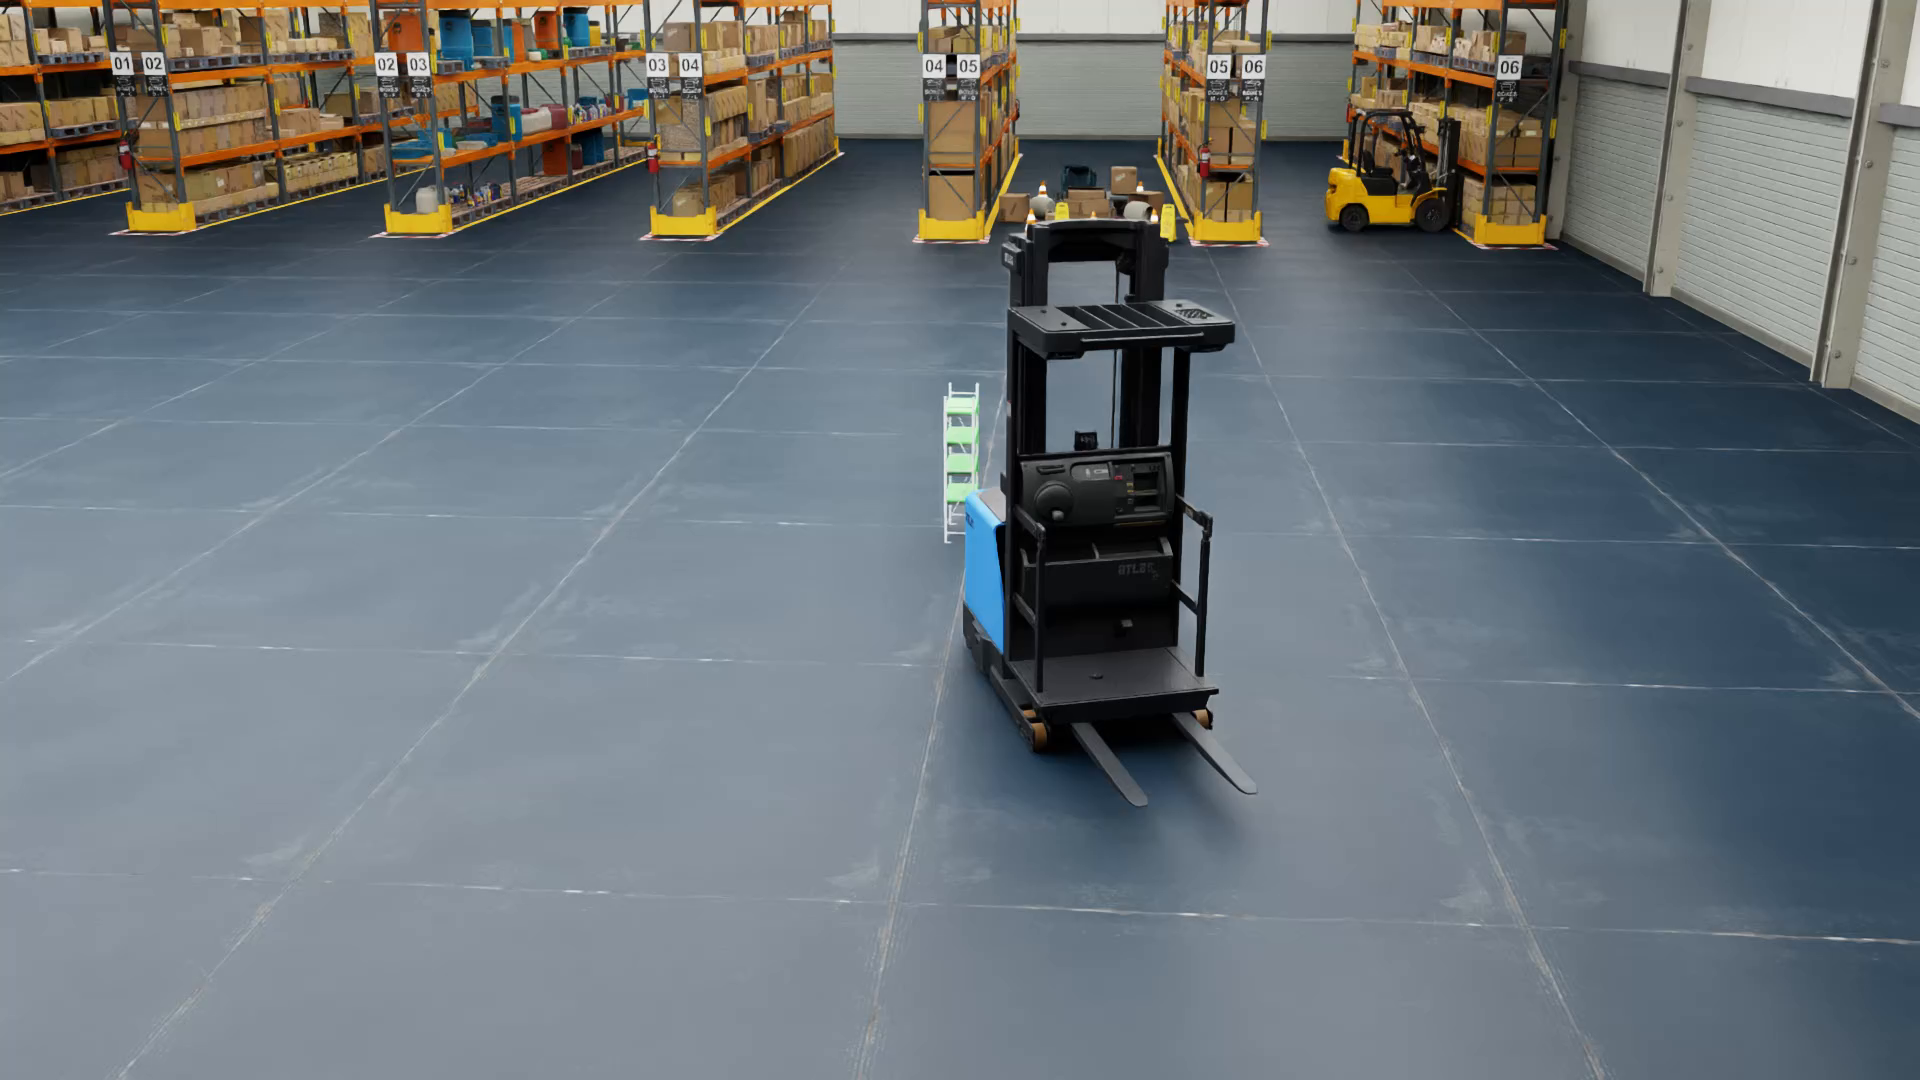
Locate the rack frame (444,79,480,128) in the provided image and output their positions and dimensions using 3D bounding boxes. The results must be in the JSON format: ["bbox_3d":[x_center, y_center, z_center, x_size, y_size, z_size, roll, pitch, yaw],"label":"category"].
[{"bbox_3d":[-13.819,-12.239,45.957,1.000,3.000,0.127,1,18,4],"label":"rack frame"}]

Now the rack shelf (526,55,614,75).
[{"bbox_3d":[-9.309,-11.347,39.574,1.077,0.370,4.000,1,18,4],"label":"rack shelf"}]

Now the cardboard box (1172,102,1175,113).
[{"bbox_3d":[5.240,-10.113,38.907,0.500,0.250,0.500,1,18,2],"label":"cardboard box"}]

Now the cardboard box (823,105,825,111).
[{"bbox_3d":[-3.745,-11.304,43.509,0.380,0.149,0.250,2,18,5],"label":"cardboard box"}]

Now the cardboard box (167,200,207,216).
[{"bbox_3d":[-14.706,-6.324,31.647,0.500,0.250,0.500,1,18,4],"label":"cardboard box"}]

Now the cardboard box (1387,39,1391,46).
[{"bbox_3d":[10.094,-11.517,38.504,0.380,0.149,0.250,2,18,5],"label":"cardboard box"}]

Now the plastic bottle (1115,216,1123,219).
[{"bbox_3d":[3.123,-6.313,32.591,0.133,0.061,0.283,4,19,13],"label":"plastic bottle"}]

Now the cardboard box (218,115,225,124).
[{"bbox_3d":[-14.612,-8.220,32.489,0.380,0.149,0.250,1,18,4],"label":"cardboard box"}]

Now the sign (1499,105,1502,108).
[{"bbox_3d":[10.591,-8.396,32.711,0.100,0.325,0.005,1,18,4],"label":"sign"}]

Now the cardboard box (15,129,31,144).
[{"bbox_3d":[-19.396,-8.251,33.995,0.500,0.250,0.500,1,18,4],"label":"cardboard box"}]

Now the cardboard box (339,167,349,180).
[{"bbox_3d":[-14.220,-8.318,37.733,0.500,0.250,0.500,1,18,3],"label":"cardboard box"}]

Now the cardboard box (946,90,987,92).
[{"bbox_3d":[0.081,-8.618,32.932,0.875,0.550,0.550,1,18,4],"label":"cardboard box"}]

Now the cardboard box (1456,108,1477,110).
[{"bbox_3d":[9.807,-8.280,32.194,0.380,0.149,0.250,2,18,5],"label":"cardboard box"}]

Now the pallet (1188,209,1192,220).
[{"bbox_3d":[5.073,-6.534,33.024,1.003,0.211,1.213,1,18,4],"label":"pallet"}]

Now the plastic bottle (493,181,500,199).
[{"bbox_3d":[-9.497,-7.144,33.956,0.144,0.351,0.185,1,18,2],"label":"plastic bottle"}]

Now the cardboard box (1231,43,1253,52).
[{"bbox_3d":[5.124,-8.927,30.155,0.380,0.149,0.250,1,18,4],"label":"cardboard box"}]

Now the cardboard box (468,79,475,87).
[{"bbox_3d":[-13.577,-12.617,45.345,0.500,0.500,0.500,1,18,3],"label":"cardboard box"}]

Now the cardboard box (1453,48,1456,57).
[{"bbox_3d":[9.702,-9.379,31.981,0.380,0.149,0.250,2,18,5],"label":"cardboard box"}]

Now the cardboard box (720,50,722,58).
[{"bbox_3d":[-4.730,-9.235,31.572,0.380,0.149,0.250,1,18,2],"label":"cardboard box"}]

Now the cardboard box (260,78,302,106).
[{"bbox_3d":[-18.787,-12.332,45.760,0.980,0.700,0.700,2,18,6],"label":"cardboard box"}]

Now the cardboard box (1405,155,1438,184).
[{"bbox_3d":[10.265,-8.079,36.400,0.875,0.625,0.625,2,18,6],"label":"cardboard box"}]

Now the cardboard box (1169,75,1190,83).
[{"bbox_3d":[5.418,-11.228,41.107,0.500,0.500,0.500,1,18,3],"label":"cardboard box"}]

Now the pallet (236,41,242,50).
[{"bbox_3d":[-18.978,-12.743,42.821,1.003,0.211,1.213,1,18,4],"label":"pallet"}]

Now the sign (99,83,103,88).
[{"bbox_3d":[-19.887,-10.425,38.562,0.100,0.325,0.005,1,18,4],"label":"sign"}]

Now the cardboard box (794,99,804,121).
[{"bbox_3d":[-4.059,-10.354,40.045,0.500,0.500,0.500,1,18,3],"label":"cardboard box"}]

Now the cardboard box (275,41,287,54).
[{"bbox_3d":[-14.589,-10.427,35.178,0.500,0.250,0.500,0,18,-1],"label":"cardboard box"}]

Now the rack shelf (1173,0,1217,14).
[{"bbox_3d":[5.516,-12.251,38.156,1.077,0.370,4.000,1,18,4],"label":"rack shelf"}]

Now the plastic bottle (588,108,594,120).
[{"bbox_3d":[-8.960,-10.312,40.276,0.152,0.276,0.135,1,18,4],"label":"plastic bottle"}]

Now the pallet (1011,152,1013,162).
[{"bbox_3d":[0.903,-10.274,44.439,1.003,0.211,1.213,1,18,4],"label":"pallet"}]

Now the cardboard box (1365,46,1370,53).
[{"bbox_3d":[10.423,-12.346,41.871,0.380,0.149,0.250,2,18,5],"label":"cardboard box"}]

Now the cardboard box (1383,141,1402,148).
[{"bbox_3d":[10.370,-9.490,39.866,0.380,0.149,0.250,0,18,1],"label":"cardboard box"}]

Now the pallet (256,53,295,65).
[{"bbox_3d":[-14.629,-10.121,34.982,0.805,0.209,1.217,1,18,2],"label":"pallet"}]

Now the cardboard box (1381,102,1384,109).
[{"bbox_3d":[10.128,-10.156,39.142,0.396,0.266,0.258,2,18,7],"label":"cardboard box"}]

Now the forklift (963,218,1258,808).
[{"bbox_3d":[0.869,-0.295,9.617,1.130,2.935,3.031,-4,19,-13],"label":"forklift"}]

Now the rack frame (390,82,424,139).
[{"bbox_3d":[-14.106,-10.996,42.165,1.000,3.000,0.127,1,18,4],"label":"rack frame"}]

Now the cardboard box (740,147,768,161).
[{"bbox_3d":[-4.558,-8.536,36.759,0.500,0.250,0.500,3,18,10],"label":"cardboard box"}]

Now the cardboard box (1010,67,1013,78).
[{"bbox_3d":[1.079,-11.748,42.215,0.500,0.500,0.500,2,18,5],"label":"cardboard box"}]

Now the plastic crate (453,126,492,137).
[{"bbox_3d":[-9.903,-8.211,33.764,0.767,0.338,0.504,1,18,4],"label":"plastic crate"}]

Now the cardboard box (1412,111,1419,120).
[{"bbox_3d":[10.011,-9.079,35.753,0.500,0.250,0.500,2,18,6],"label":"cardboard box"}]

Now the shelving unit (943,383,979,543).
[{"bbox_3d":[0.012,-0.622,13.393,0.258,1.200,0.503,1,18,4],"label":"shelving unit"}]

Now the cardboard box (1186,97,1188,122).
[{"bbox_3d":[4.967,-8.920,34.514,0.500,0.500,0.500,2,18,6],"label":"cardboard box"}]

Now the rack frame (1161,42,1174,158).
[{"bbox_3d":[5.946,-11.795,44.603,1.000,3.000,0.127,1,18,4],"label":"rack frame"}]

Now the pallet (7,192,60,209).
[{"bbox_3d":[-19.633,-7.087,34.712,1.003,0.211,1.213,1,18,4],"label":"pallet"}]

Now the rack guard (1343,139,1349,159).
[{"bbox_3d":[10.892,-10.474,44.586,1.175,0.500,0.348,1,18,4],"label":"rack guard"}]

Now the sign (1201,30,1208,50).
[{"bbox_3d":[4.247,-8.691,28.890,0.100,0.325,0.005,1,18,4],"label":"sign"}]

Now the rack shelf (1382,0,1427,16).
[{"bbox_3d":[10.467,-12.141,37.822,1.077,0.370,4.000,1,18,4],"label":"rack shelf"}]

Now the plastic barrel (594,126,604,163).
[{"bbox_3d":[-9.221,-9.919,41.571,0.600,0.901,0.708,1,18,4],"label":"plastic barrel"}]

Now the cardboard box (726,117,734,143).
[{"bbox_3d":[-4.899,-8.028,32.468,0.875,0.500,0.500,1,18,4],"label":"cardboard box"}]

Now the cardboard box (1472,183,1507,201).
[{"bbox_3d":[9.472,-6.234,29.768,0.500,0.250,0.500,2,18,6],"label":"cardboard box"}]

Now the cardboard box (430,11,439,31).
[{"bbox_3d":[-13.902,-13.404,42.929,0.700,0.500,0.500,1,18,4],"label":"cardboard box"}]

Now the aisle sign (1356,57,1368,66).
[{"bbox_3d":[10.609,-12.949,43.948,0.394,0.787,0.004,1,18,4],"label":"aisle sign"}]

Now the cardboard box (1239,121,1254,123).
[{"bbox_3d":[5.179,-7.475,30.780,0.500,0.500,0.500,1,18,3],"label":"cardboard box"}]

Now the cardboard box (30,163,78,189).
[{"bbox_3d":[-19.584,-7.871,35.936,0.700,0.500,0.500,2,18,6],"label":"cardboard box"}]

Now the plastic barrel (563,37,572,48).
[{"bbox_3d":[-9.147,-11.518,38.513,0.294,0.245,0.294,0,18,0],"label":"plastic barrel"}]
